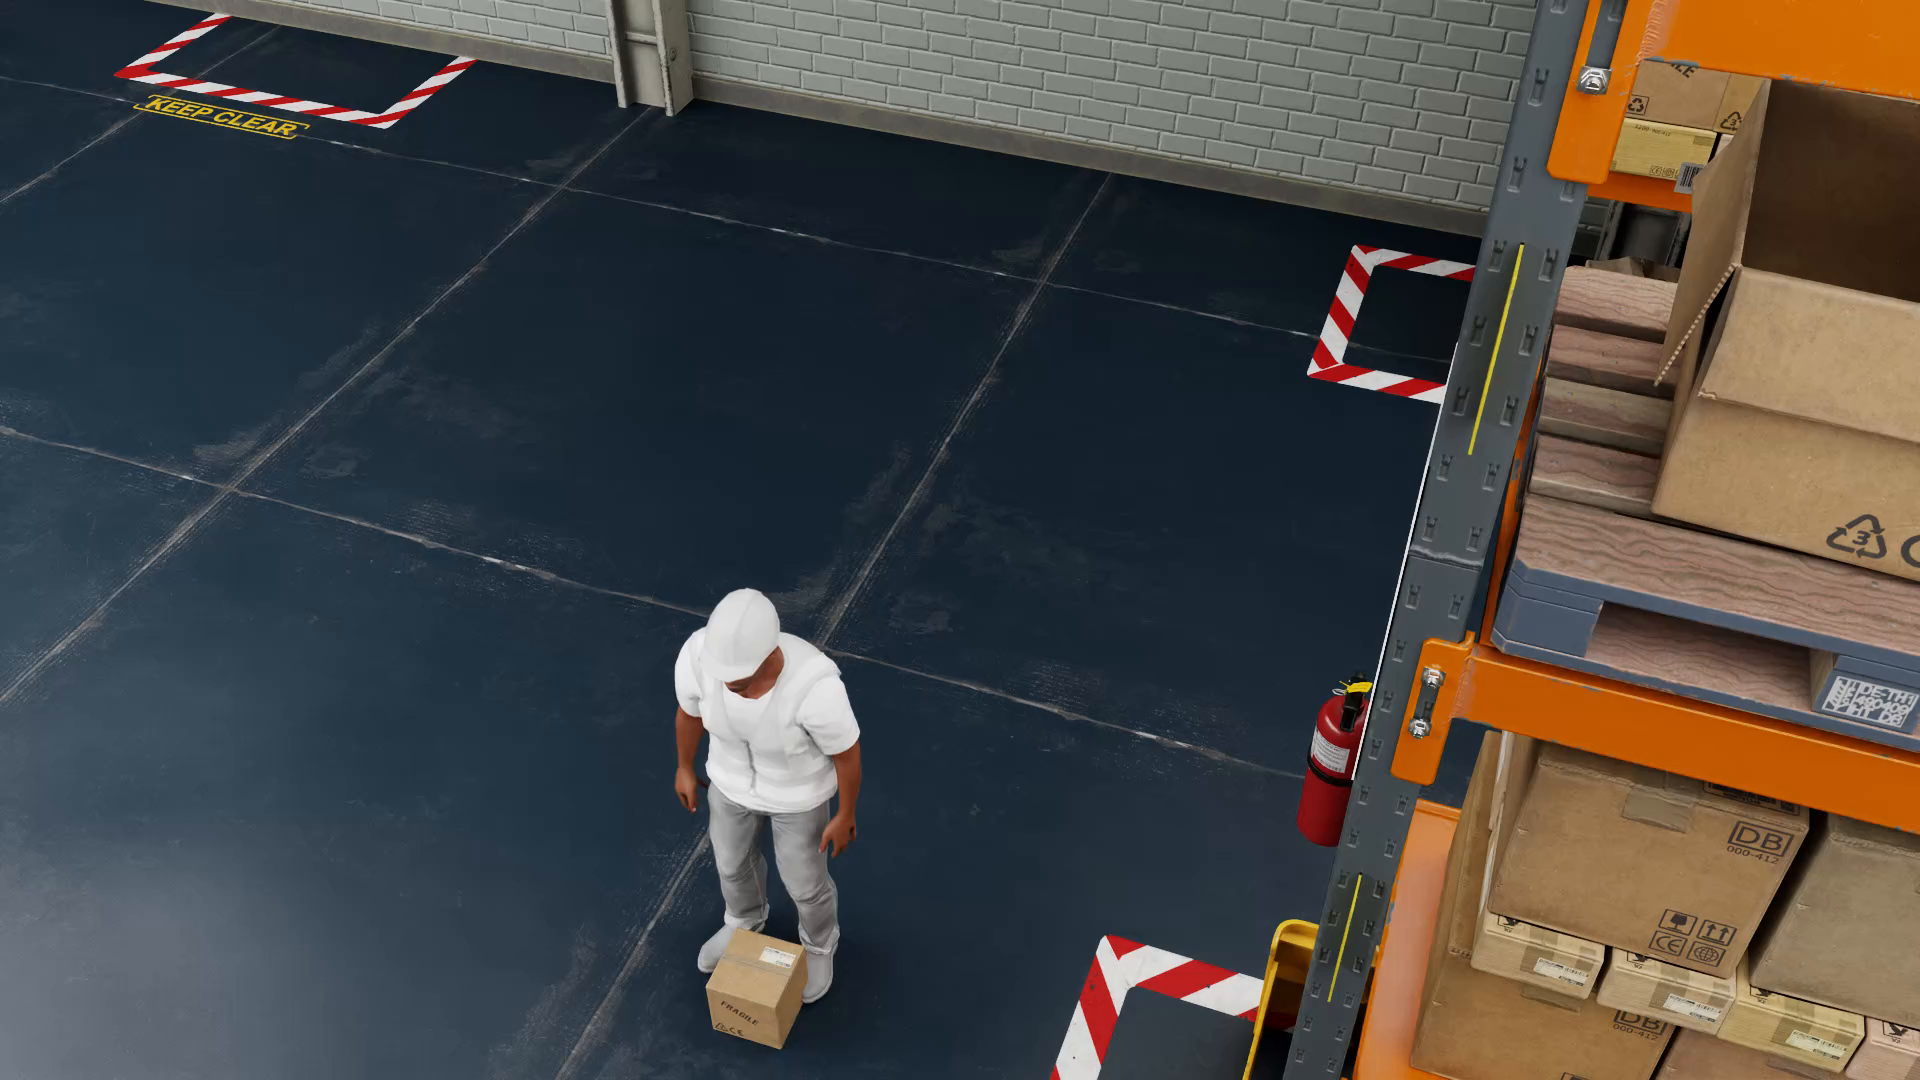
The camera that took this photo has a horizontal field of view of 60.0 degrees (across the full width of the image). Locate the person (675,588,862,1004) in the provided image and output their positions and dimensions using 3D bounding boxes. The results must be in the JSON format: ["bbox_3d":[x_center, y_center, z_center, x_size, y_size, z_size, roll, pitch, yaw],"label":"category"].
[{"bbox_3d":[-0.613,0.789,5.246,0.628,1.760,0.459,14,43,15],"label":"person"}]
